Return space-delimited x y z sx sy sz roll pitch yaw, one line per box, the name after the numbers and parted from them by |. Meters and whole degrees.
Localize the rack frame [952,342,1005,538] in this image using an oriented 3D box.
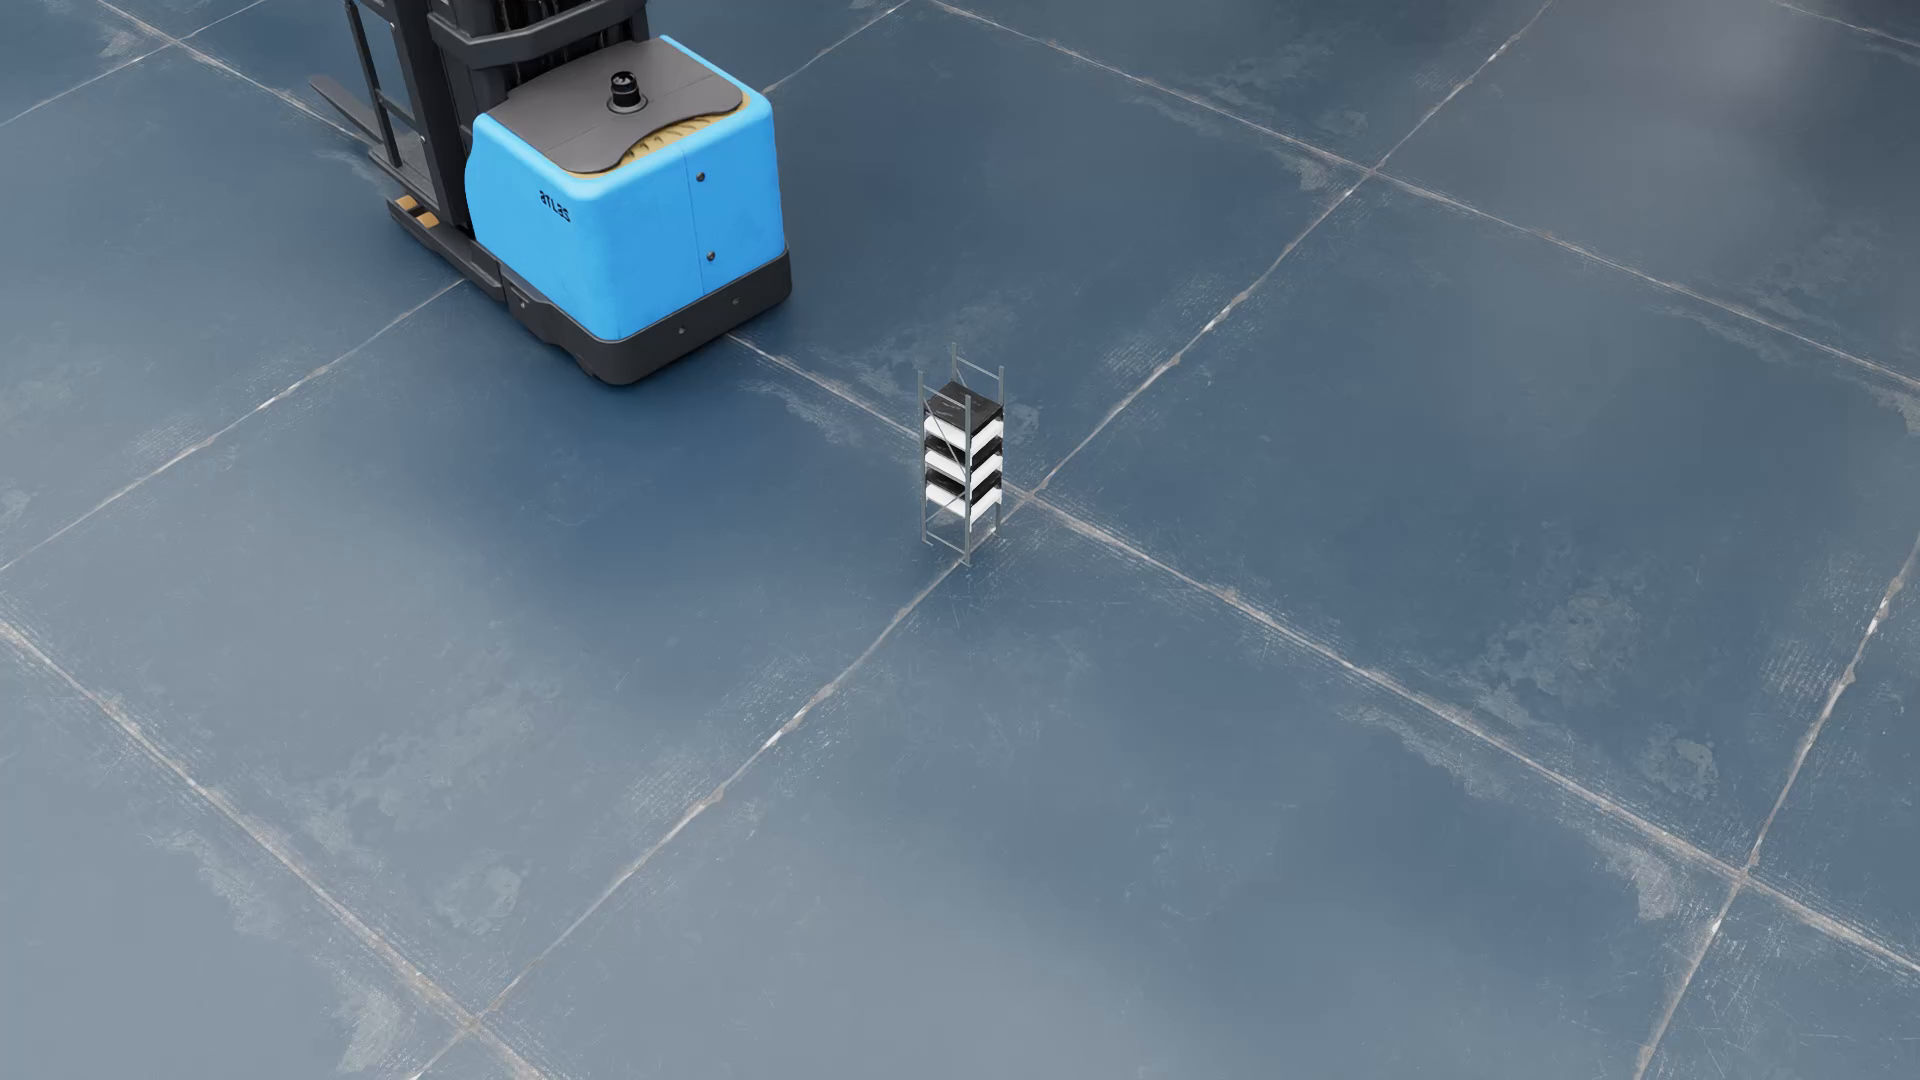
0.067 -0.374 6.485 0.240 0.900 0.006 29 53 25 | rack frame

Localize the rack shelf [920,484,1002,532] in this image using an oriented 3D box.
0.005 -0.168 6.583 0.258 0.077 0.200 29 53 25 | rack shelf

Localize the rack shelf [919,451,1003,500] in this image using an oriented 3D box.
0.005 -0.292 6.453 0.258 0.077 0.200 29 53 25 | rack shelf

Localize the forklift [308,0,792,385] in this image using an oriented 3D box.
-2.160 -2.668 7.271 1.130 2.935 3.031 -34 55 -28 | forklift

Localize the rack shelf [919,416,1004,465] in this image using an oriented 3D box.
0.005 -0.417 6.323 0.258 0.077 0.200 29 53 25 | rack shelf

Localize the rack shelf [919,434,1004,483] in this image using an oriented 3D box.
0.005 -0.355 6.388 0.258 0.077 0.200 29 53 25 | rack shelf

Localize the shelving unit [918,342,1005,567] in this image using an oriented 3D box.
0.005 -0.315 6.429 0.258 0.900 0.210 29 53 25 | shelving unit

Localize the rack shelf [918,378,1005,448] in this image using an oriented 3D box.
0.005 -0.479 6.258 0.258 0.077 0.200 29 53 25 | rack shelf

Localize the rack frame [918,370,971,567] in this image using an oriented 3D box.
-0.057 -0.257 6.373 0.240 0.900 0.006 29 53 25 | rack frame

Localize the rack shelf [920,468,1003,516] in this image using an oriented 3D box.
0.005 -0.230 6.518 0.258 0.077 0.200 29 53 25 | rack shelf
